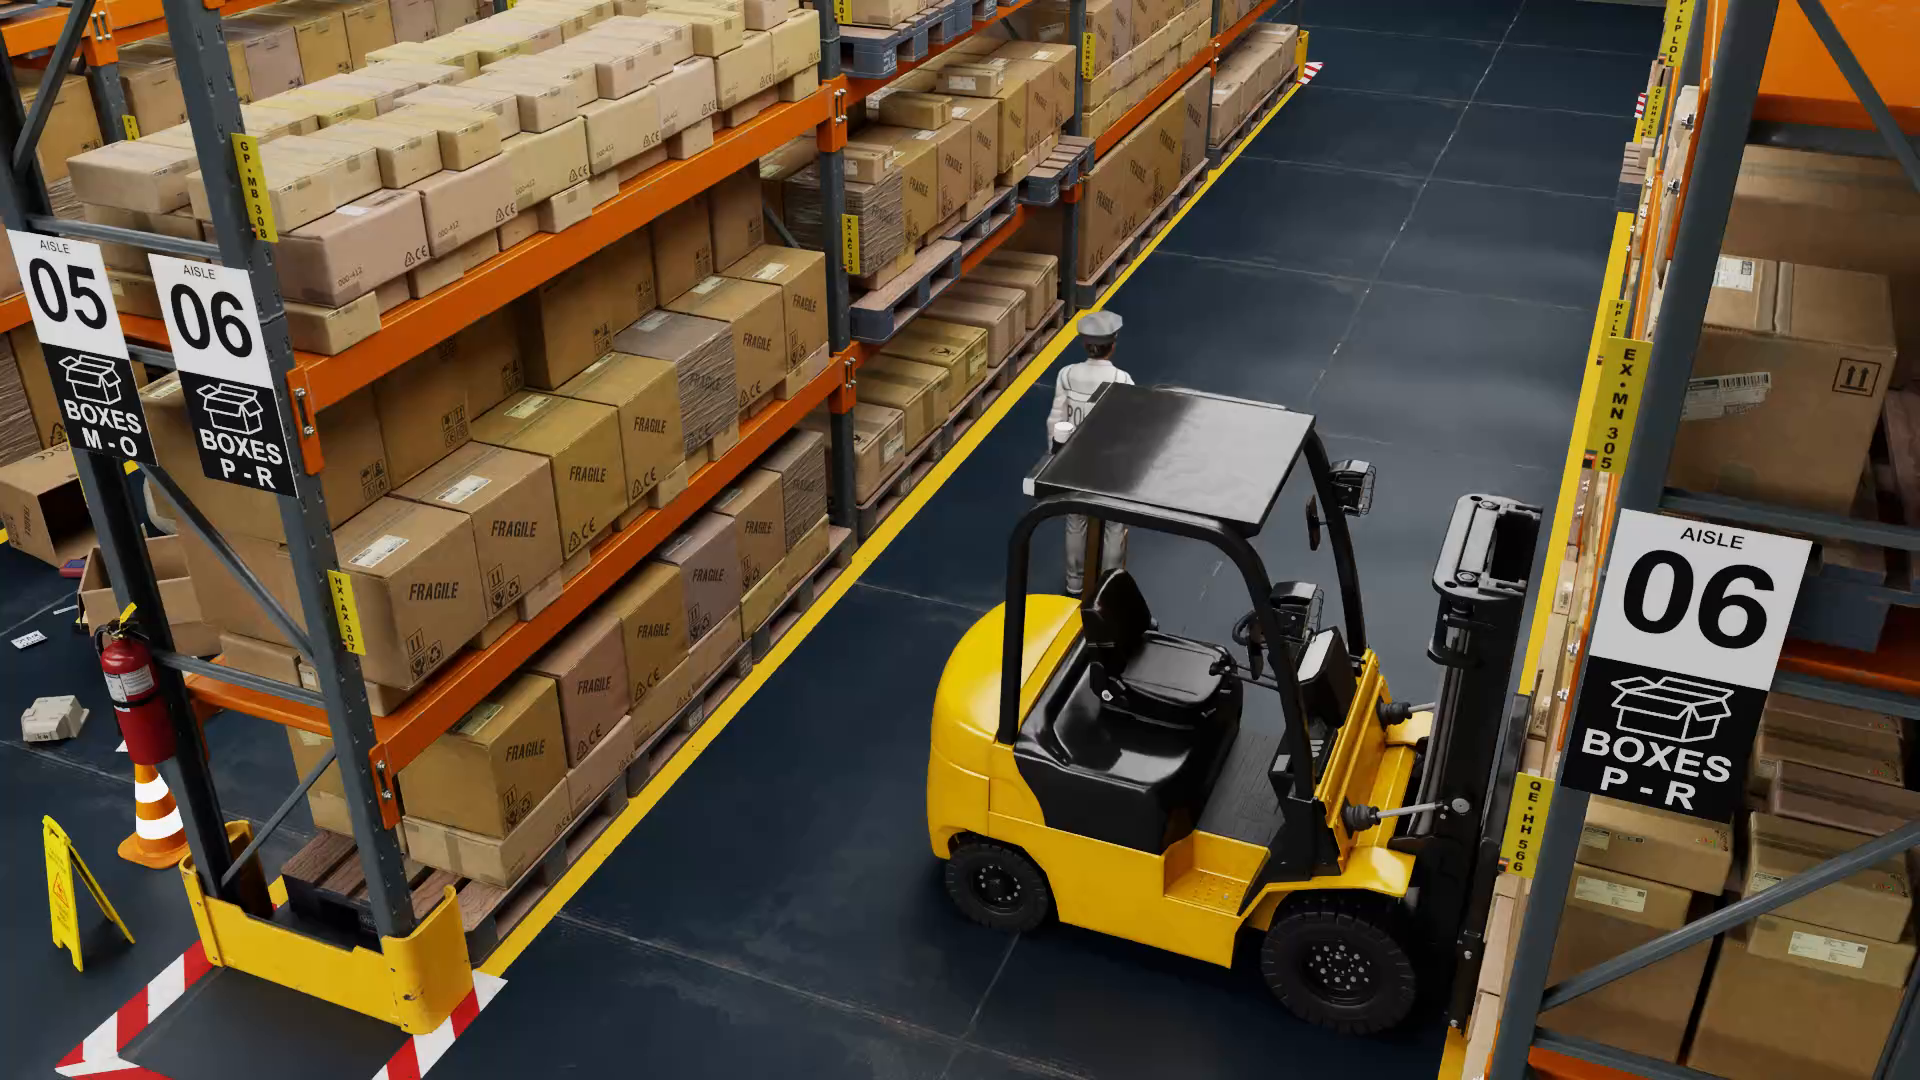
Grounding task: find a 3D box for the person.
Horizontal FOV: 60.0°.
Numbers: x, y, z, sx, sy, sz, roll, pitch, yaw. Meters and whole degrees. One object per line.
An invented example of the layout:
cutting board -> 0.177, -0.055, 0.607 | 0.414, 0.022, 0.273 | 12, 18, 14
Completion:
person -> 0.742, -0.427, 9.131 | 0.529, 1.664, 0.403 | 12, 32, 19
